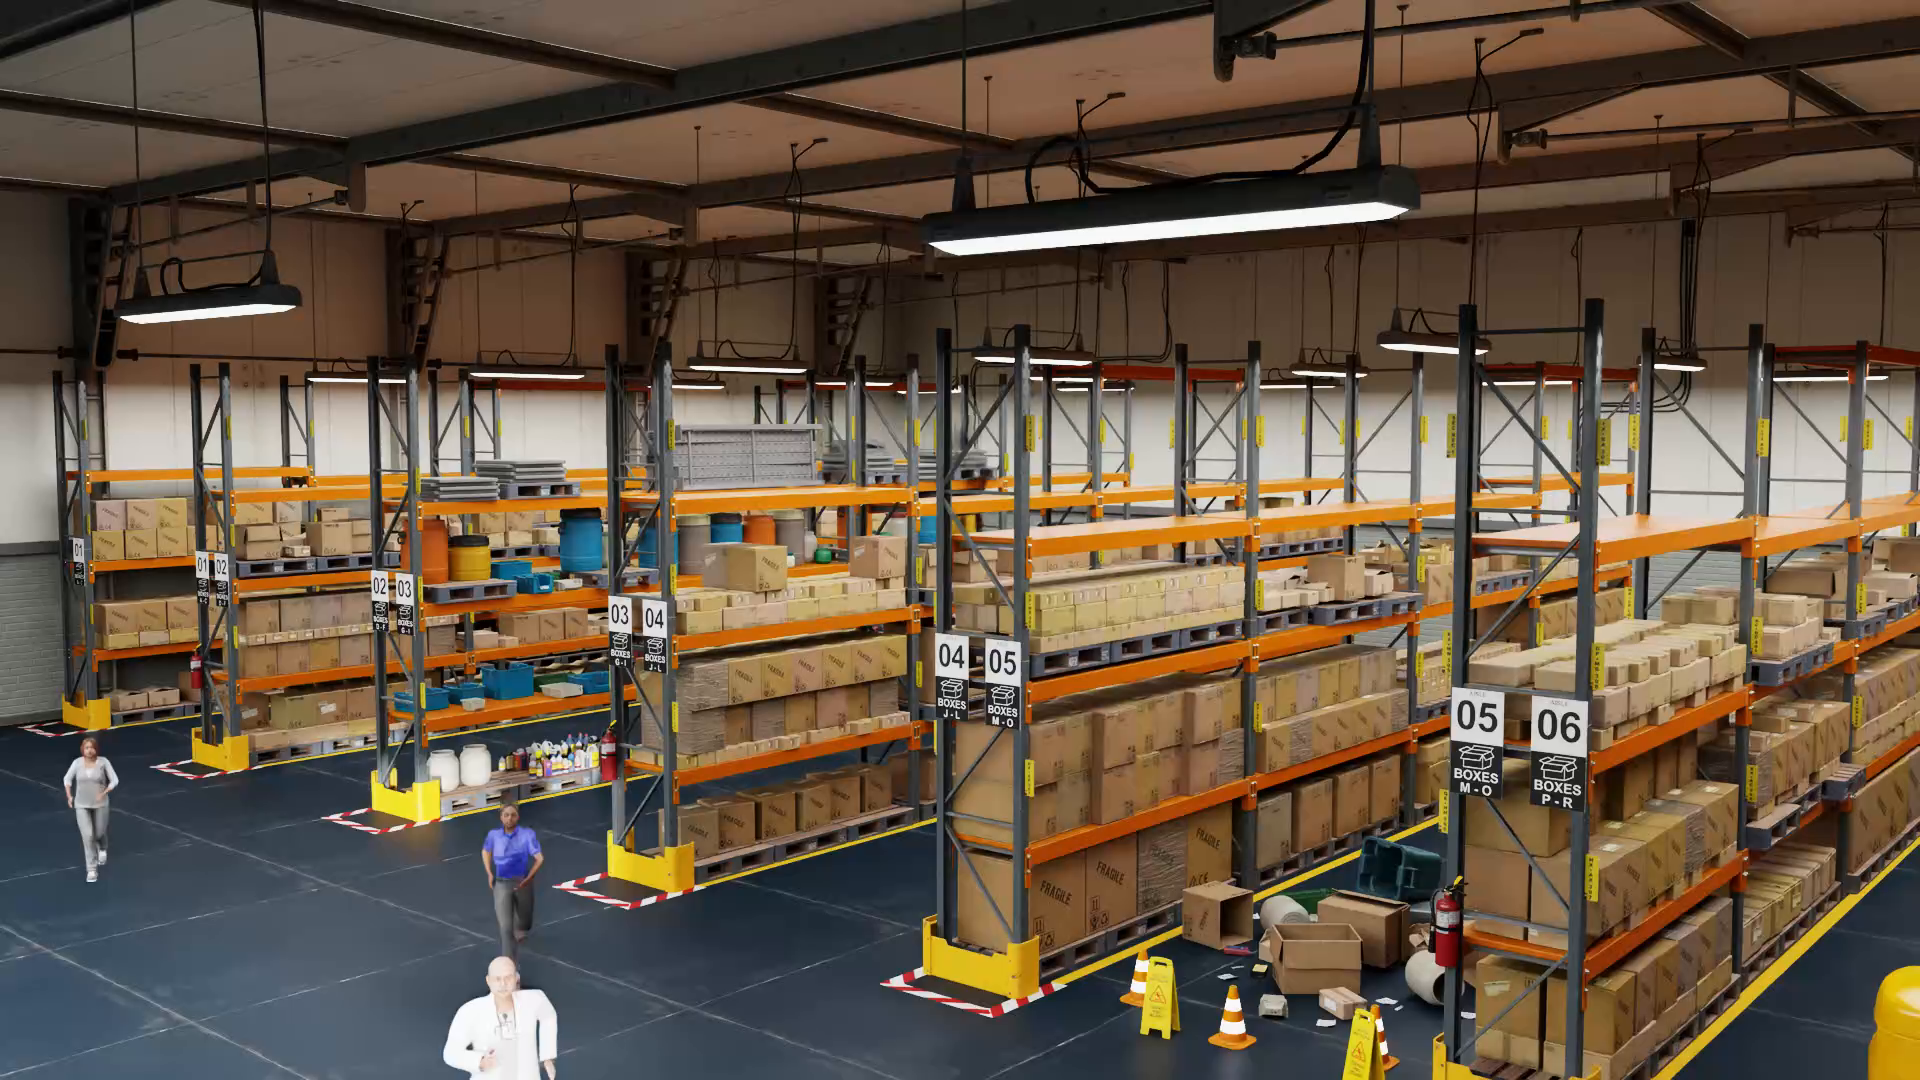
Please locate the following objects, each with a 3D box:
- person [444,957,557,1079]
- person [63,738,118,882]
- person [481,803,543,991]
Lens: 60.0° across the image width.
[{"bbox_3d":[-2.883,3.486,10.490,0.703,1.764,1.060,-1,4,-18],"label":"person"},{"bbox_3d":[-9.823,3.013,18.808,0.558,1.586,0.750,-2,5,-25],"label":"person"},{"bbox_3d":[-4.165,3.260,15.509,0.545,1.660,1.032,-1,4,-19],"label":"person"}]
